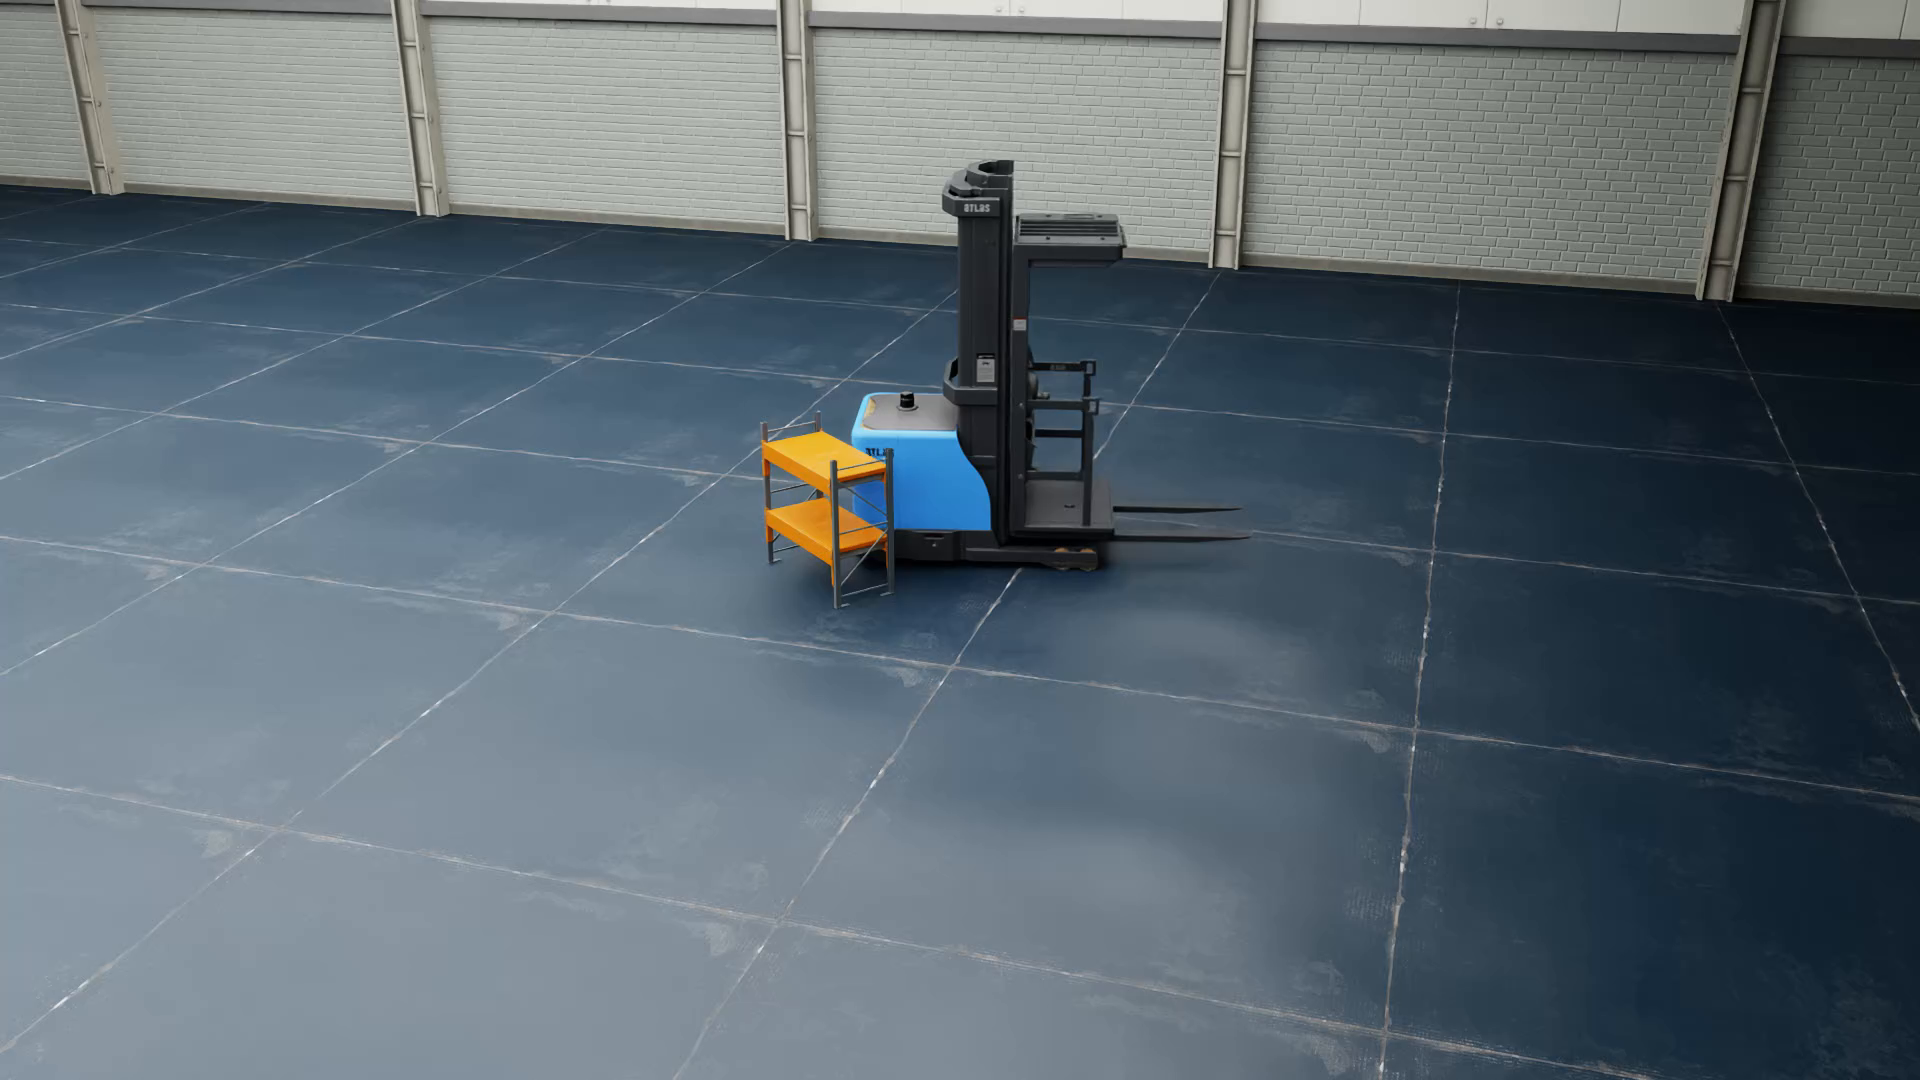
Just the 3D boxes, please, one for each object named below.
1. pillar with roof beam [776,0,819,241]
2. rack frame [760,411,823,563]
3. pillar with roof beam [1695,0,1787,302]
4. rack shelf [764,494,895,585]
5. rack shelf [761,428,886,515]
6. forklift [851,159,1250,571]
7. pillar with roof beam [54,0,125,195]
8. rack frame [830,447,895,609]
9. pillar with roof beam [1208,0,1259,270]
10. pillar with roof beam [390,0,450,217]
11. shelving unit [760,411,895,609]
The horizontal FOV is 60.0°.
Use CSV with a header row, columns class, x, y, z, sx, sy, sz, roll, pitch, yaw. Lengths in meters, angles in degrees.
class,x,y,z,sx,sy,sz,roll,pitch,yaw
pillar with roof beam,-3.480,-6.886,18.104,0.400,9.000,9.100,7,23,16
rack frame,-1.268,-0.400,12.668,0.500,1.125,0.032,-15,26,-32
pillar with roof beam,8.008,-5.570,14.897,0.400,9.000,9.100,7,23,16
rack shelf,-0.980,-0.015,12.373,0.538,0.278,1.000,-15,26,-32
rack shelf,-0.980,-0.512,12.170,0.538,0.278,1.000,-15,26,-32
forklift,0.712,-1.327,12.547,3.031,2.935,1.130,1,22,3
pillar with roof beam,-14.969,-8.201,21.311,0.400,9.000,9.100,7,23,16
rack frame,-0.692,-0.082,11.893,0.500,1.125,0.032,-15,26,-32
pillar with roof beam,2.264,-6.228,16.500,0.400,9.000,9.100,7,23,16
pillar with roof beam,-9.224,-7.543,19.707,0.400,9.000,9.100,7,23,16
shelving unit,-0.980,-0.241,12.281,0.538,1.125,1.048,-15,26,-32
